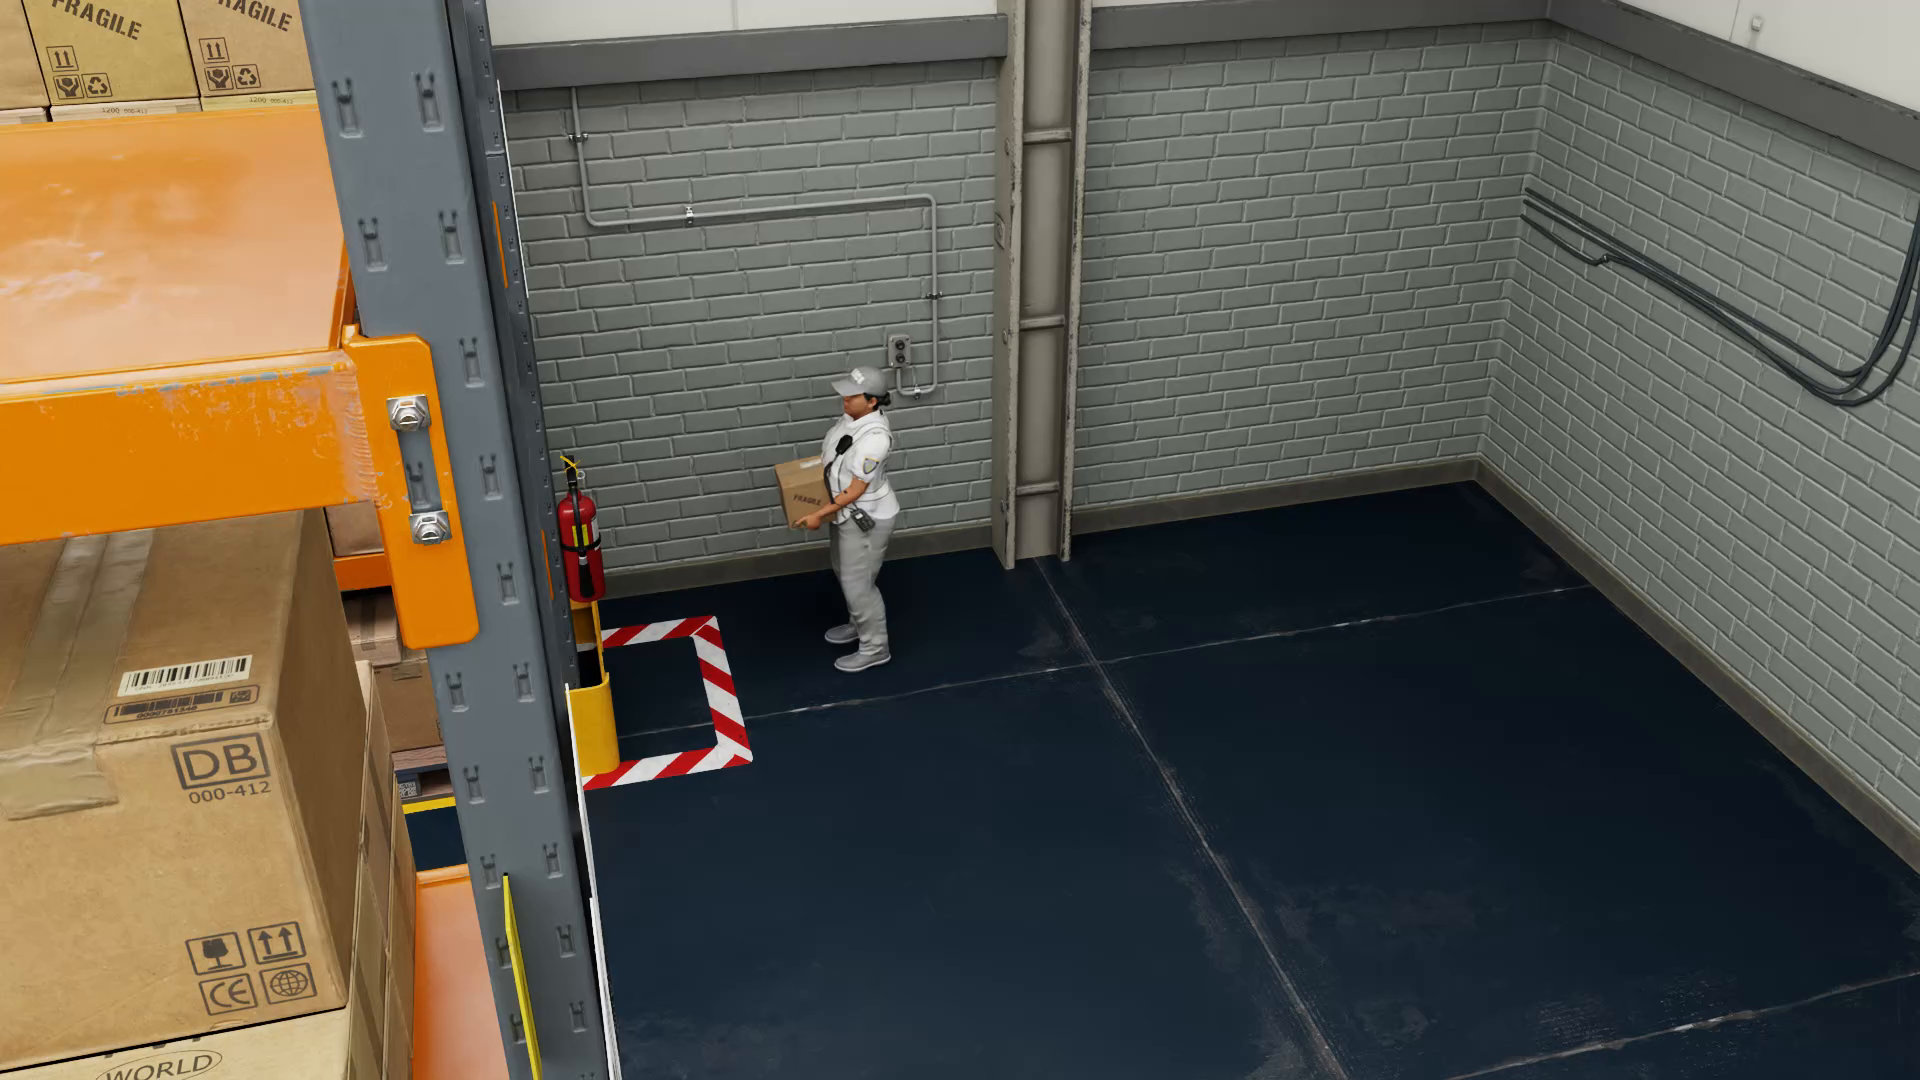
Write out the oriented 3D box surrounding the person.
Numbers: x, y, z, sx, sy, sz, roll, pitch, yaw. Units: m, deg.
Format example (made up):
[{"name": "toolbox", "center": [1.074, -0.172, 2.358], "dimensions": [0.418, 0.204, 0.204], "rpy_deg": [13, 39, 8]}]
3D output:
[{"name": "person", "center": [-0.584, -0.115, 8.435], "dimensions": [0.541, 1.653, 0.453], "rpy_deg": [-8, 31, -13]}]
